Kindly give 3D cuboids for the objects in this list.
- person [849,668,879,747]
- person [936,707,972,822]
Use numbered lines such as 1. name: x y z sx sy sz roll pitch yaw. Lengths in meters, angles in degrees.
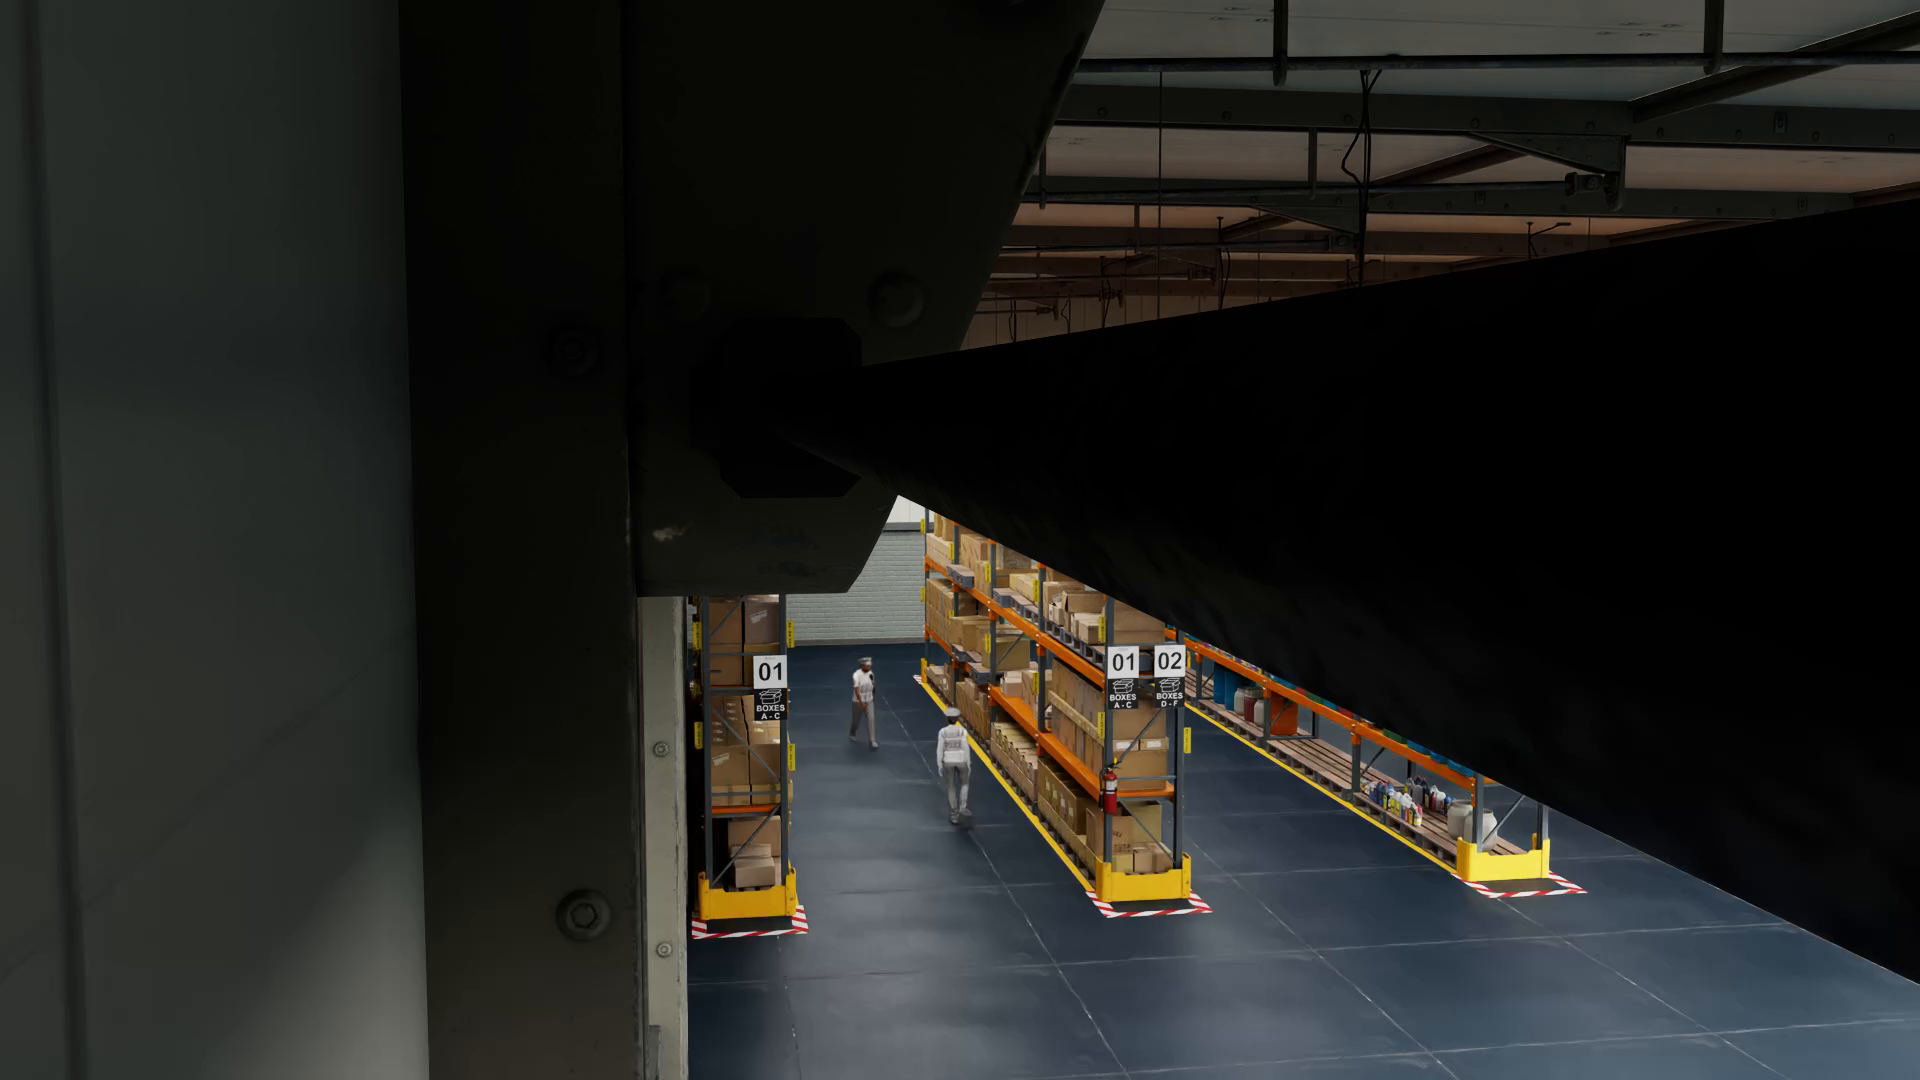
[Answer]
1. person: -1.715 3.000 29.921 0.427 1.369 1.068 -2 6 -25
2. person: -0.086 3.325 24.586 0.525 1.676 0.462 0 5 -1
